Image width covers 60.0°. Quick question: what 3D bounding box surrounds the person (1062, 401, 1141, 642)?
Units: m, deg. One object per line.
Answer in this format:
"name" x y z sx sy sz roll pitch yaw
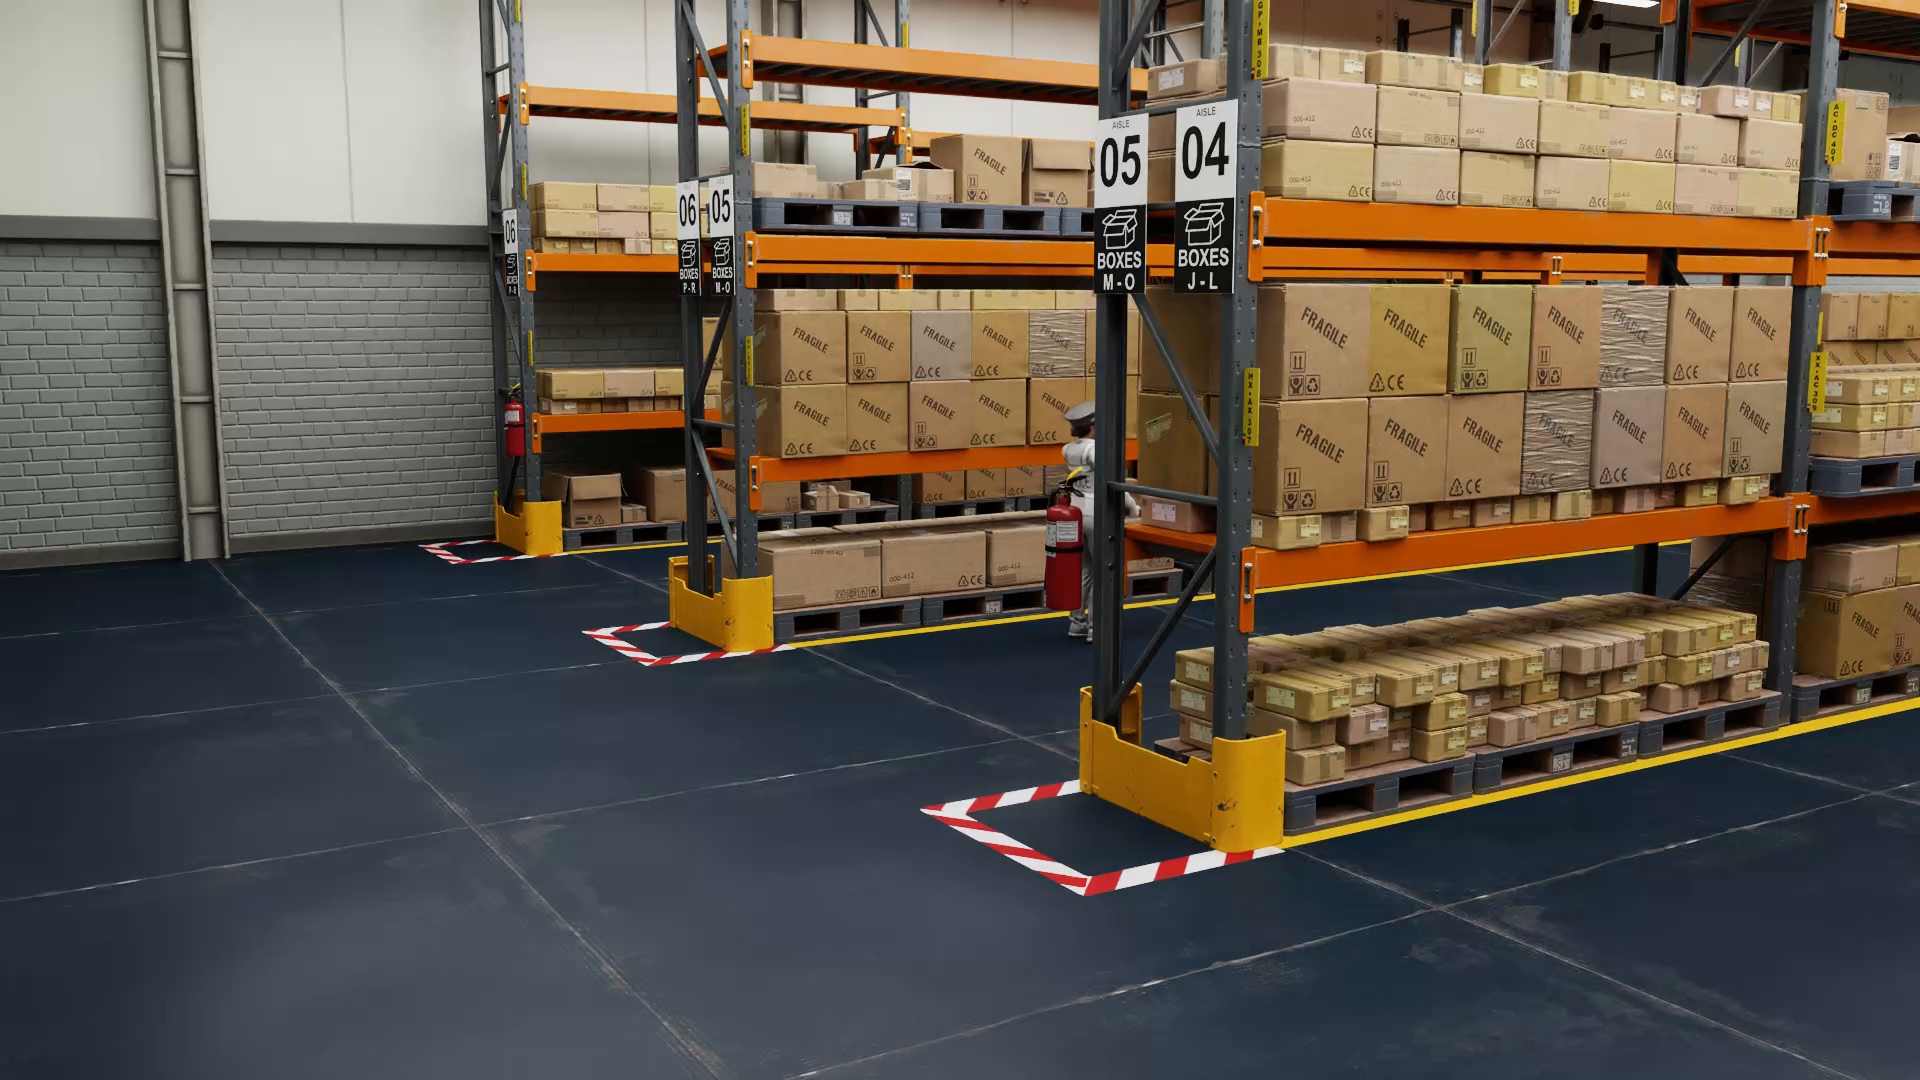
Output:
"person" 0.995 -0.134 11.689 0.543 1.679 0.459 -5 10 -30
